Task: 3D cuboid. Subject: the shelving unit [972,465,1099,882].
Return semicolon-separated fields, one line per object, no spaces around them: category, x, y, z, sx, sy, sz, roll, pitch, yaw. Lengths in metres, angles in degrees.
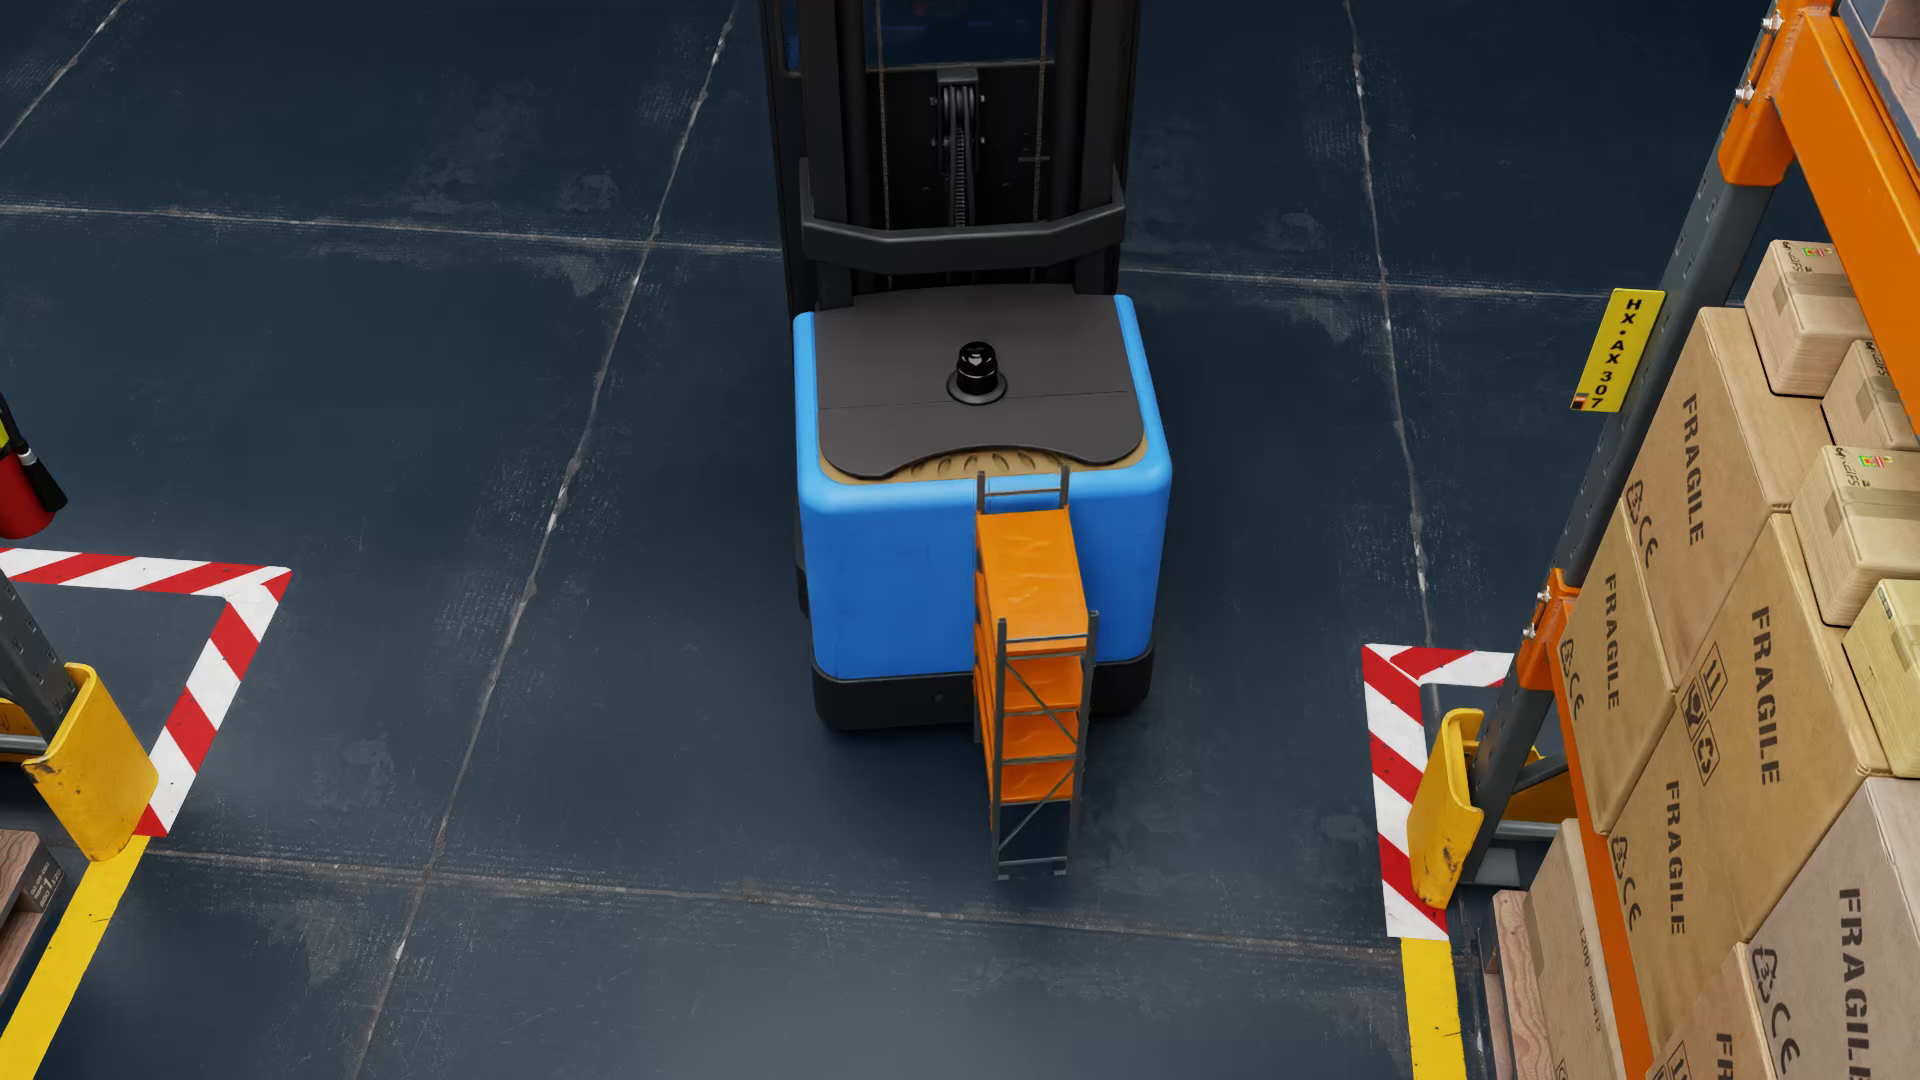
shelving unit;0.186;0.400;4.566;0.258;1.200;0.503;-4;48;-4

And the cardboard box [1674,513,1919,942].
cardboard box;1.538;0.316;2.683;0.500;0.500;0.500;3;48;2

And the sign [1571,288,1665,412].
sign;1.354;-0.387;3.431;0.100;0.325;0.005;4;48;4

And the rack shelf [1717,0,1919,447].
rack shelf;1.724;0.674;1.556;1.077;0.370;4.000;4;48;4

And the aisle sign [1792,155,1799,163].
aisle sign;1.624;-0.976;2.848;0.394;0.787;0.004;4;48;4

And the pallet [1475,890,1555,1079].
pallet;1.911;1.508;4.228;1.003;0.211;1.213;4;48;4

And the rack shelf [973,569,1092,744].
rack shelf;0.186;0.296;4.450;0.258;0.148;0.480;-4;48;-4

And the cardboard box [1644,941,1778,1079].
cardboard box;1.494;1.020;2.717;0.500;0.500;0.500;4;48;3

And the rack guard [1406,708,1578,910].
rack guard;1.908;0.800;4.680;1.175;0.500;0.348;4;48;4

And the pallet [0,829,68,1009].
pallet;-3.149;1.307;4.412;1.003;0.211;1.213;4;48;4

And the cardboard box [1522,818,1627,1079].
cardboard box;1.945;1.188;4.082;0.875;0.438;0.875;2;48;2

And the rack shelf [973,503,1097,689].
rack shelf;0.187;0.139;4.273;0.258;0.148;0.480;-4;48;-4

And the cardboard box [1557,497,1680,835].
cardboard box;1.576;0.273;3.399;0.500;0.500;0.500;4;48;3

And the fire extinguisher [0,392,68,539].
fire extinguisher;-2.550;-0.287;4.285;0.296;0.674;0.183;4;48;4

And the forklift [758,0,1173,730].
forklift;-0.048;-1.495;5.131;1.130;2.935;3.031;-4;48;-3

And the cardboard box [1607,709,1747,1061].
cardboard box;1.558;0.647;3.058;0.500;0.500;0.500;3;48;3

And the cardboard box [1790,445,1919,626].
cardboard box;1.507;0.007;2.526;0.380;0.149;0.250;5;48;5

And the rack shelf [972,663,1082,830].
rack shelf;0.186;0.577;4.765;0.258;0.148;0.480;-4;48;-4

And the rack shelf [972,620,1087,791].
rack shelf;0.186;0.445;4.617;0.258;0.148;0.480;-4;48;-4

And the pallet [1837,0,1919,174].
pallet;1.849;-0.463;2.168;1.003;0.211;1.213;4;48;4

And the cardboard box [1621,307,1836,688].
cardboard box;1.579;-0.064;3.030;0.500;0.500;0.500;3;48;3

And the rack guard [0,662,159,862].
rack guard;-3.040;0.615;4.849;1.175;0.500;0.348;4;48;4

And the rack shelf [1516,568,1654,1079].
rack shelf;1.724;1.686;2.662;1.077;0.370;4.000;4;48;4

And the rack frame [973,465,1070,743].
rack frame;0.163;0.219;4.728;0.240;1.200;0.015;-4;48;-4

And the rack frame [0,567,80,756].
rack frame;-3.033;-0.285;3.978;1.000;3.000;0.127;4;48;4

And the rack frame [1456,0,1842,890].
rack frame;1.906;-0.026;3.741;1.000;3.000;0.127;4;48;4

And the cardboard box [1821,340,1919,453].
cardboard box;1.645;-0.177;2.694;0.380;0.149;0.250;5;48;4

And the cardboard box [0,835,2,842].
cardboard box;-2.797;0.842;4.393;0.380;0.149;0.250;3;48;2

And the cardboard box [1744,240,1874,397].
cardboard box;1.598;-0.374;2.874;0.380;0.149;0.250;5;48;4

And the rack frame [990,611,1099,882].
rack frame;0.210;0.581;4.405;0.240;1.200;0.015;-4;48;-4

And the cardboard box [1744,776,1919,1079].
cardboard box;1.499;0.695;2.336;0.500;0.500;0.500;4;48;3

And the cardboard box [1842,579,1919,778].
cardboard box;1.501;0.201;2.348;0.380;0.149;0.250;2;48;2
